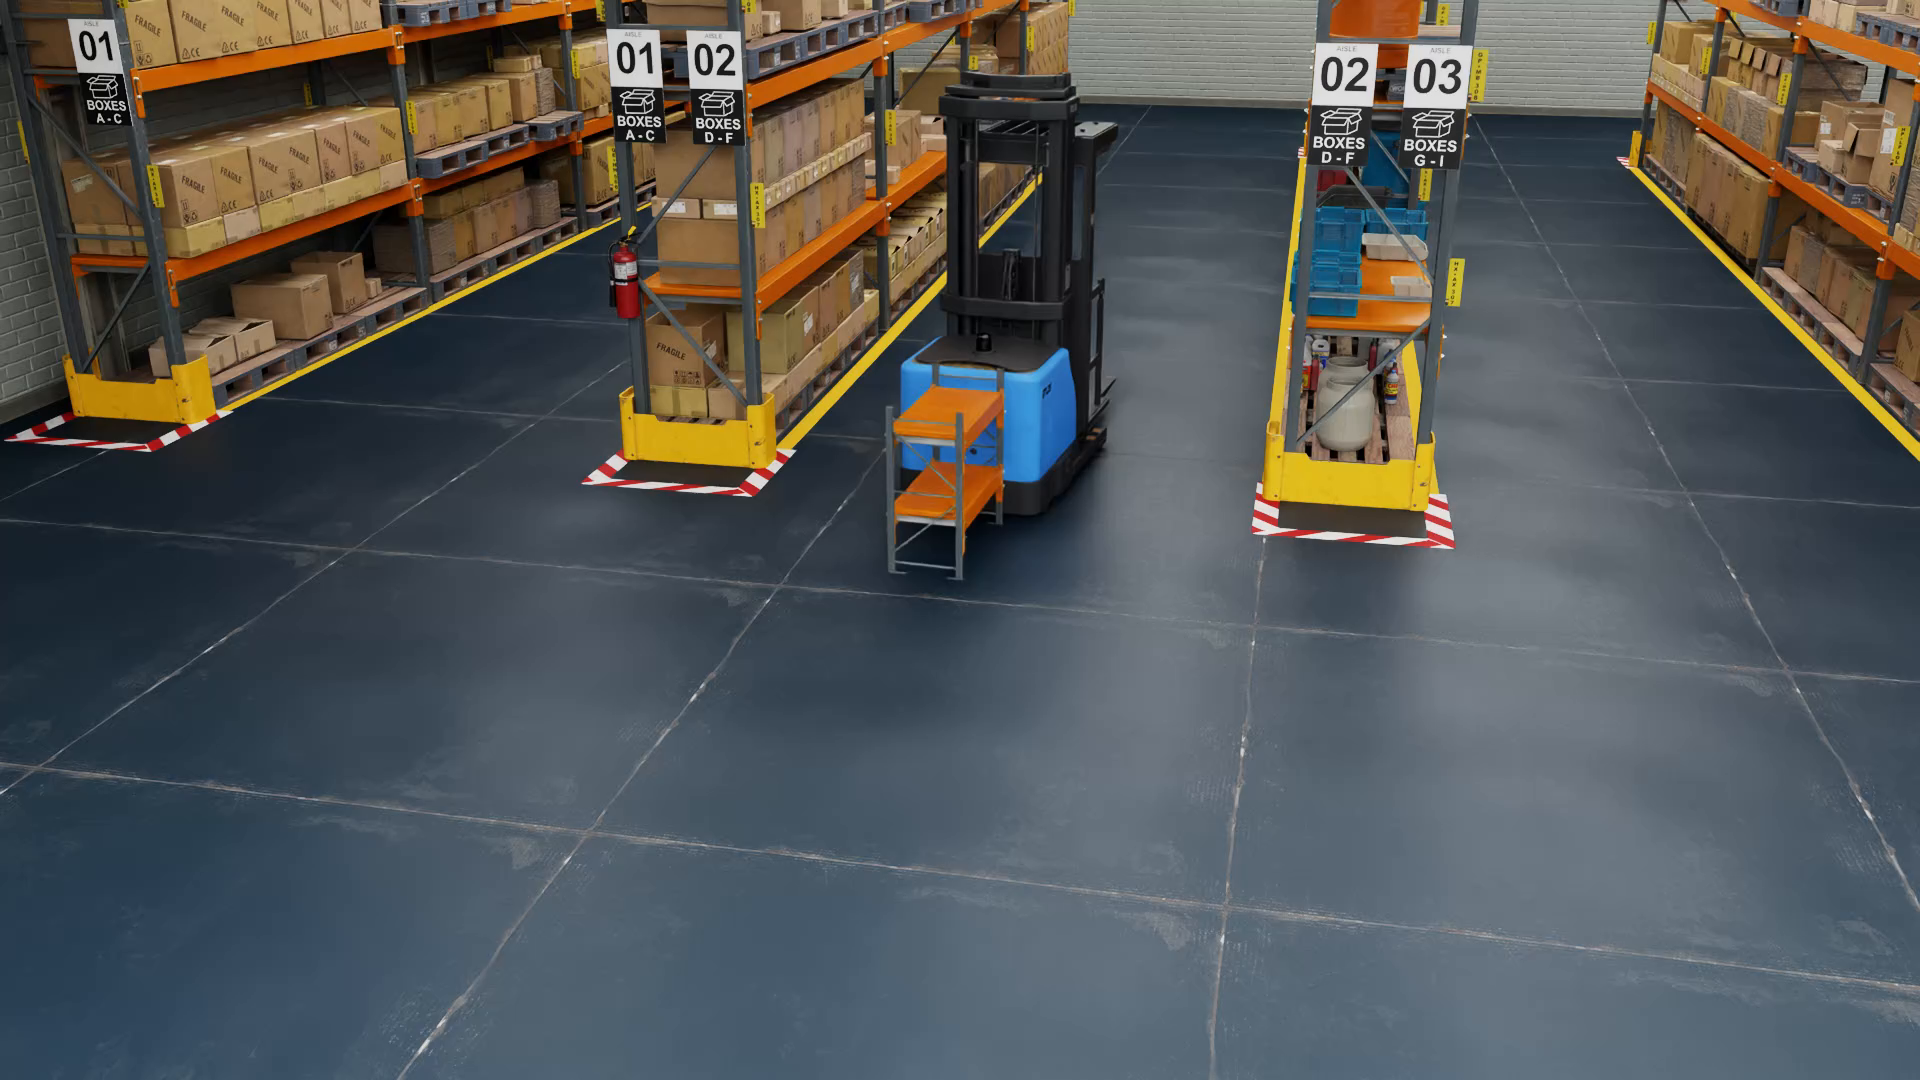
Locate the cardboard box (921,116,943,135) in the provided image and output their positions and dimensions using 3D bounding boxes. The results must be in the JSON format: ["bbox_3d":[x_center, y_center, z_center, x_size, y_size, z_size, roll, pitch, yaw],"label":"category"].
[{"bbox_3d":[-0.503,-4.802,19.382,0.500,0.311,0.500,6,23,14],"label":"cardboard box"}]

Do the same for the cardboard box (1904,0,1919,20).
[{"bbox_3d":[8.880,-4.897,14.782,0.797,0.503,0.637,5,23,13],"label":"cardboard box"}]

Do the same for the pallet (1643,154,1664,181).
[{"bbox_3d":[10.857,-5.551,24.854,1.003,0.211,1.213,4,22,11],"label":"pallet"}]

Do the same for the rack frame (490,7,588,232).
[{"bbox_3d":[-5.236,-5.350,20.622,1.000,3.000,0.127,4,22,11],"label":"rack frame"}]

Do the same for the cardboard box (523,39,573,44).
[{"bbox_3d":[-5.288,-6.266,21.334,0.500,0.250,0.500,4,22,9],"label":"cardboard box"}]

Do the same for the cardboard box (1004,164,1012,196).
[{"bbox_3d":[0.399,-4.915,22.300,0.500,0.500,0.500,5,22,12],"label":"cardboard box"}]

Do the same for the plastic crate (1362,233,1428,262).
[{"bbox_3d":[3.563,-2.396,13.641,0.530,0.136,0.437,4,22,11],"label":"plastic crate"}]

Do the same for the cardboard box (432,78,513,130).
[{"bbox_3d":[-5.554,-4.970,18.956,0.700,0.500,0.500,4,22,11],"label":"cardboard box"}]

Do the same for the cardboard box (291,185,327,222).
[{"bbox_3d":[-6.151,-3.079,15.159,0.500,0.250,0.500,5,22,11],"label":"cardboard box"}]

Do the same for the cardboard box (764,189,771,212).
[{"bbox_3d":[-1.676,-2.619,12.839,0.380,0.149,0.250,4,22,10],"label":"cardboard box"}]

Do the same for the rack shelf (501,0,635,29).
[{"bbox_3d":[-4.828,-7.139,22.012,1.077,0.370,4.000,4,22,11],"label":"rack shelf"}]

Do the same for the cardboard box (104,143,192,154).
[{"bbox_3d":[-6.868,-3.083,14.165,0.500,0.500,0.500,5,22,12],"label":"cardboard box"}]

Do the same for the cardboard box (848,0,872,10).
[{"bbox_3d":[-1.067,-5.252,16.002,0.500,0.250,0.500,7,23,16],"label":"cardboard box"}]

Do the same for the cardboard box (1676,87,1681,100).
[{"bbox_3d":[10.131,-6.170,22.994,0.380,0.149,0.250,4,22,10],"label":"cardboard box"}]

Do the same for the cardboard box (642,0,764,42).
[{"bbox_3d":[-1.897,-3.957,12.260,0.797,0.503,0.637,6,23,15],"label":"cardboard box"}]

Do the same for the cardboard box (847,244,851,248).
[{"bbox_3d":[-1.400,-2.860,16.808,0.500,0.311,0.500,4,22,11],"label":"cardboard box"}]

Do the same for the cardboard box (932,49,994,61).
[{"bbox_3d":[0.037,-6.265,22.198,0.700,0.500,0.500,8,23,19],"label":"cardboard box"}]

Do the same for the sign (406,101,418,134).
[{"bbox_3d":[-5.519,-4.250,16.732,0.100,0.325,0.005,4,22,11],"label":"sign"}]

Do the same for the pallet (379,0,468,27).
[{"bbox_3d":[-5.822,-5.409,17.004,1.213,0.211,1.003,4,22,11],"label":"pallet"}]

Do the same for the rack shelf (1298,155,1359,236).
[{"bbox_3d":[4.055,-3.529,17.065,1.077,0.370,4.000,4,22,11],"label":"rack shelf"}]

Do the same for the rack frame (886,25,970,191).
[{"bbox_3d":[-0.386,-4.973,19.687,1.000,3.000,0.127,4,22,11],"label":"rack frame"}]

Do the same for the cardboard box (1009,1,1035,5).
[{"bbox_3d":[0.898,-8.267,26.394,0.500,0.500,0.500,5,23,13],"label":"cardboard box"}]

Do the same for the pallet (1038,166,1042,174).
[{"bbox_3d":[0.818,-5.841,25.575,1.003,0.211,1.213,4,22,11],"label":"pallet"}]

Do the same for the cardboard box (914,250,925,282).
[{"bbox_3d":[-0.668,-2.935,17.745,0.500,0.250,0.500,4,22,9],"label":"cardboard box"}]

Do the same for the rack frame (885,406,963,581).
[{"bbox_3d":[-0.223,-0.287,10.561,0.500,1.125,0.032,6,23,15],"label":"rack frame"}]

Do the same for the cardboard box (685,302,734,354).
[{"bbox_3d":[-2.010,-1.901,14.172,0.500,0.500,0.500,4,22,11],"label":"cardboard box"}]

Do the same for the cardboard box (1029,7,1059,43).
[{"bbox_3d":[1.222,-7.851,25.360,0.500,0.500,0.500,5,22,12],"label":"cardboard box"}]

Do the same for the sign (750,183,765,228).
[{"bbox_3d":[-1.476,-2.441,12.136,0.100,0.325,0.005,4,22,11],"label":"sign"}]

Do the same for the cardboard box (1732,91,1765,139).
[{"bbox_3d":[9.485,-5.021,19.671,0.500,0.500,0.500,5,22,12],"label":"cardboard box"}]

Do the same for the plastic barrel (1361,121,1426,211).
[{"bbox_3d":[4.022,-3.482,15.314,0.600,0.901,0.708,4,22,11],"label":"plastic barrel"}]

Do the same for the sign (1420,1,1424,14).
[{"bbox_3d":[5.003,-5.898,18.108,0.100,0.325,0.005,4,22,11],"label":"sign"}]

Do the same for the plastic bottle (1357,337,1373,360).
[{"bbox_3d":[3.608,-1.747,14.732,0.152,0.276,0.135,4,22,11],"label":"plastic bottle"}]

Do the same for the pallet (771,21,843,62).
[{"bbox_3d":[-1.602,-4.102,13.627,1.003,0.211,1.213,4,22,11],"label":"pallet"}]

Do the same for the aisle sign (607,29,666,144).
[{"bbox_3d":[-2.319,-3.252,11.933,0.394,0.787,0.004,4,22,11],"label":"aisle sign"}]

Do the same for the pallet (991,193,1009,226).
[{"bbox_3d":[0.055,-4.395,21.984,1.003,0.211,1.213,4,22,11],"label":"pallet"}]

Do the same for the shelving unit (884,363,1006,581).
[{"bbox_3d":[-0.084,-0.470,11.014,0.538,1.125,1.048,6,23,15],"label":"shelving unit"}]

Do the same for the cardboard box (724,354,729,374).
[{"bbox_3d":[-2.108,-1.369,13.857,0.500,0.250,0.500,4,22,11],"label":"cardboard box"}]

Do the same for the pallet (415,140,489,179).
[{"bbox_3d":[-5.754,-4.066,17.692,1.003,0.211,1.213,4,22,11],"label":"pallet"}]

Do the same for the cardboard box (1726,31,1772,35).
[{"bbox_3d":[10.685,-6.622,22.579,0.500,0.500,0.500,4,22,9],"label":"cardboard box"}]

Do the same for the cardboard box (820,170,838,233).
[{"bbox_3d":[-1.494,-3.018,14.697,0.700,0.500,0.500,5,22,12],"label":"cardboard box"}]

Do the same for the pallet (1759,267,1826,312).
[{"bbox_3d":[9.151,-2.638,17.621,1.003,0.211,1.213,4,22,11],"label":"pallet"}]

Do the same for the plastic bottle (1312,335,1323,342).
[{"bbox_3d":[3.164,-1.744,14.733,0.097,0.271,0.097,0,22,0],"label":"plastic bottle"}]

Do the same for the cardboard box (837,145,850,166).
[{"bbox_3d":[-1.204,-3.460,14.927,0.380,0.149,0.250,4,22,11],"label":"cardboard box"}]

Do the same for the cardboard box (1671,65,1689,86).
[{"bbox_3d":[10.275,-6.491,23.258,0.500,0.250,0.500,4,22,10],"label":"cardboard box"}]

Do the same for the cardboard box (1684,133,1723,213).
[{"bbox_3d":[10.017,-4.653,21.175,1.225,0.875,0.875,5,22,11],"label":"cardboard box"}]

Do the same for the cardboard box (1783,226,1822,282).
[{"bbox_3d":[9.194,-3.015,17.582,0.700,0.500,0.500,3,22,8],"label":"cardboard box"}]

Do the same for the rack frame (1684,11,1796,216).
[{"bbox_3d":[10.128,-5.680,21.441,1.000,3.000,0.127,4,22,11],"label":"rack frame"}]

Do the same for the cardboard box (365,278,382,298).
[{"bbox_3d":[-6.132,-2.579,16.945,0.380,0.166,0.250,2,22,4],"label":"cardboard box"}]

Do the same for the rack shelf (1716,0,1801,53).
[{"bbox_3d":[9.720,-6.006,19.199,1.077,0.370,4.000,4,22,11],"label":"rack shelf"}]

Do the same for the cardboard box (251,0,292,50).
[{"bbox_3d":[-6.220,-4.556,14.474,0.500,0.500,0.500,6,23,14],"label":"cardboard box"}]

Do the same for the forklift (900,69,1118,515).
[{"bbox_3d":[0.523,-2.051,12.522,1.130,2.935,3.031,7,23,17],"label":"forklift"}]

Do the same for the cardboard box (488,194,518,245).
[{"bbox_3d":[-5.624,-3.764,19.440,0.700,0.500,0.500,4,22,11],"label":"cardboard box"}]

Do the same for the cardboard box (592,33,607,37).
[{"bbox_3d":[-4.586,-6.605,22.175,0.500,0.250,0.500,4,22,10],"label":"cardboard box"}]

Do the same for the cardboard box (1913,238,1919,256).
[{"bbox_3d":[8.069,-2.398,13.628,0.380,0.149,0.250,4,22,11],"label":"cardboard box"}]

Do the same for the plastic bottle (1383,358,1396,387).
[{"bbox_3d":[3.596,-1.408,13.899,0.097,0.271,0.097,0,22,0],"label":"plastic bottle"}]
